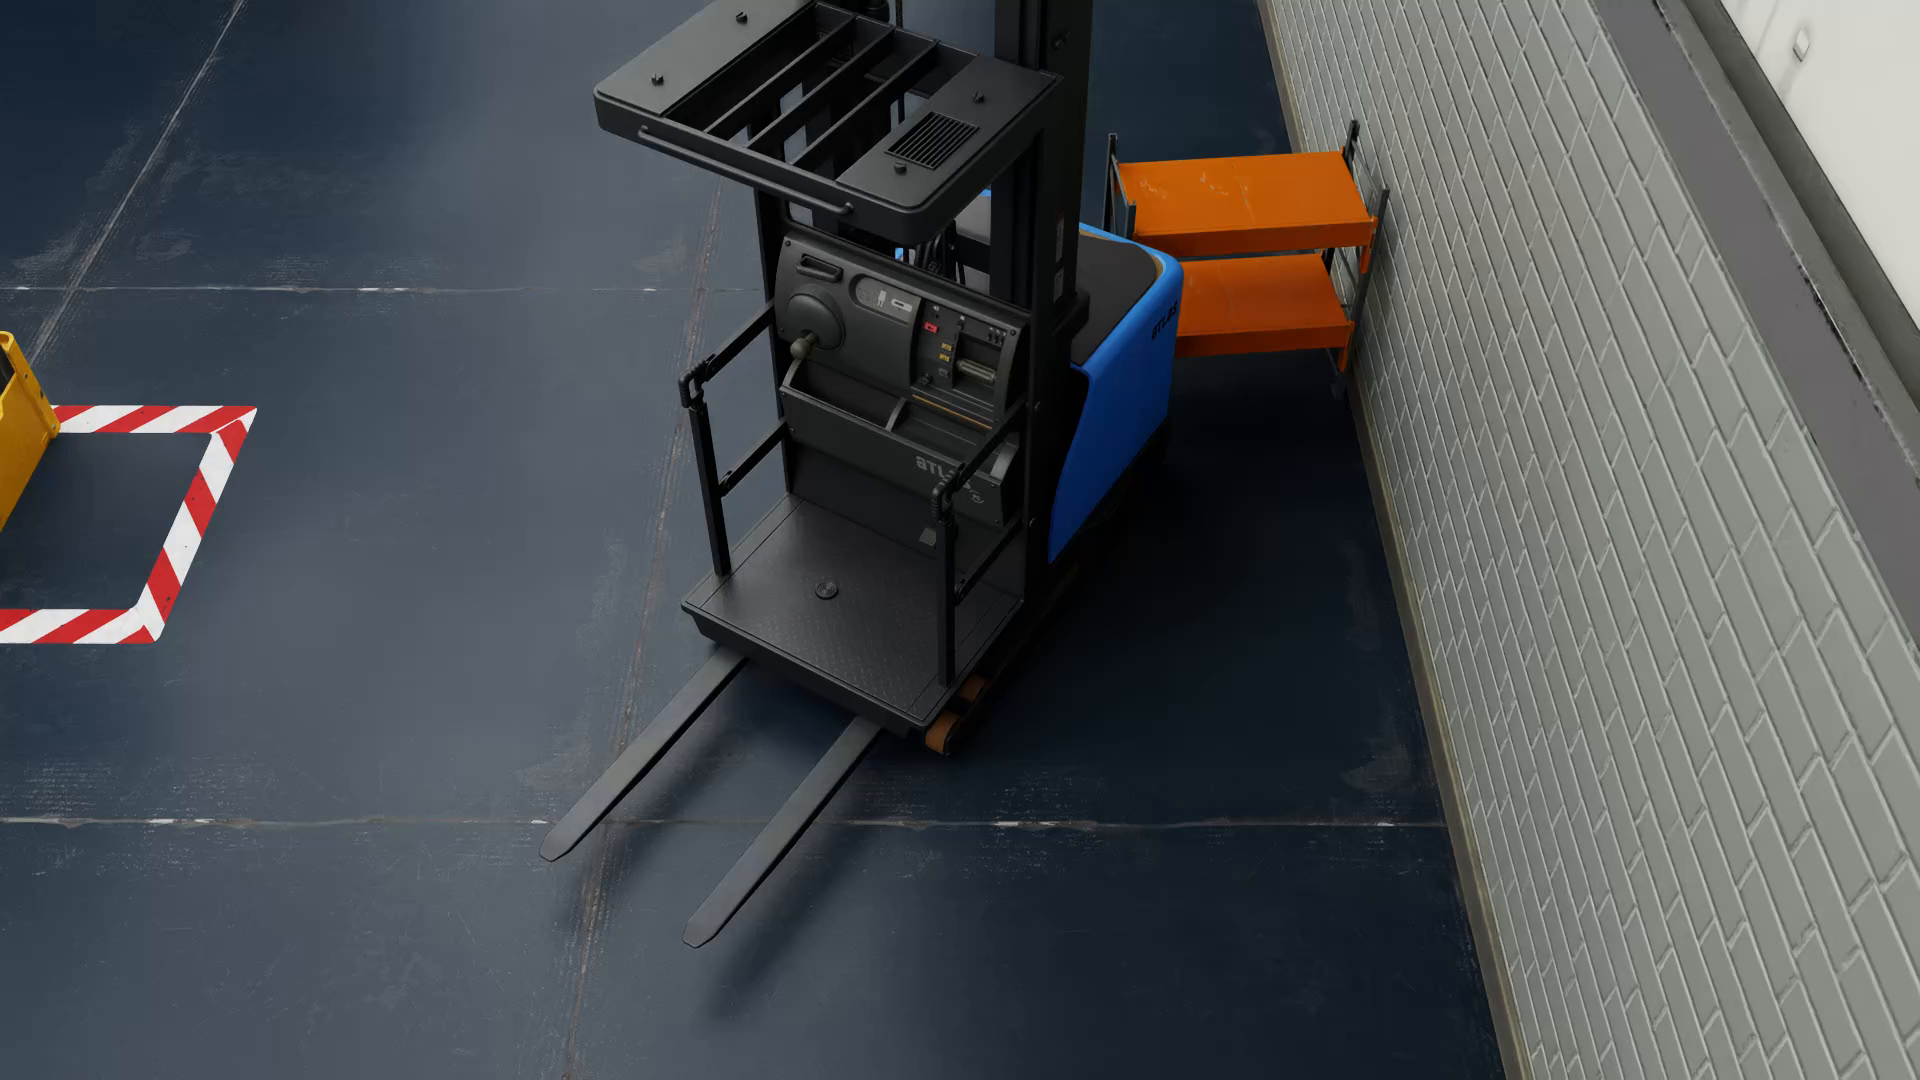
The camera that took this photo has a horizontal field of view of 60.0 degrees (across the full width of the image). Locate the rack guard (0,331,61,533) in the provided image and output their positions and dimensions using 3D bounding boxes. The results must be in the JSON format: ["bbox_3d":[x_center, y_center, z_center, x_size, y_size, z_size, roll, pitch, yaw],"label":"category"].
[{"bbox_3d":[-4.115,-0.276,6.746,0.348,0.500,1.175,0,47,0],"label":"rack guard"}]

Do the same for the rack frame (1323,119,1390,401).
[{"bbox_3d":[1.665,-1.185,7.165,0.032,1.125,0.500,-4,47,-4],"label":"rack frame"}]

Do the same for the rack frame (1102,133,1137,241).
[{"bbox_3d":[0.653,-1.111,7.096,0.032,1.125,0.500,-4,47,-4],"label":"rack frame"}]

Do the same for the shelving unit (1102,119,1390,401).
[{"bbox_3d":[1.159,-1.148,7.131,1.048,1.125,0.538,-4,47,-4],"label":"shelving unit"}]

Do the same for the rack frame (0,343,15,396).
[{"bbox_3d":[-4.039,-1.127,5.831,0.127,3.000,1.000,0,47,0],"label":"rack frame"}]

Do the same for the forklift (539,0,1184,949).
[{"bbox_3d":[-0.328,-0.611,5.397,1.130,2.935,3.031,24,52,21],"label":"forklift"}]

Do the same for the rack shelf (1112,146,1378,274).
[{"bbox_3d":[1.159,-1.347,6.916,1.000,0.278,0.538,-4,47,-4],"label":"rack shelf"}]

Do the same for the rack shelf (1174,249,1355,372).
[{"bbox_3d":[1.159,-0.981,7.310,1.000,0.278,0.538,-4,47,-4],"label":"rack shelf"}]
